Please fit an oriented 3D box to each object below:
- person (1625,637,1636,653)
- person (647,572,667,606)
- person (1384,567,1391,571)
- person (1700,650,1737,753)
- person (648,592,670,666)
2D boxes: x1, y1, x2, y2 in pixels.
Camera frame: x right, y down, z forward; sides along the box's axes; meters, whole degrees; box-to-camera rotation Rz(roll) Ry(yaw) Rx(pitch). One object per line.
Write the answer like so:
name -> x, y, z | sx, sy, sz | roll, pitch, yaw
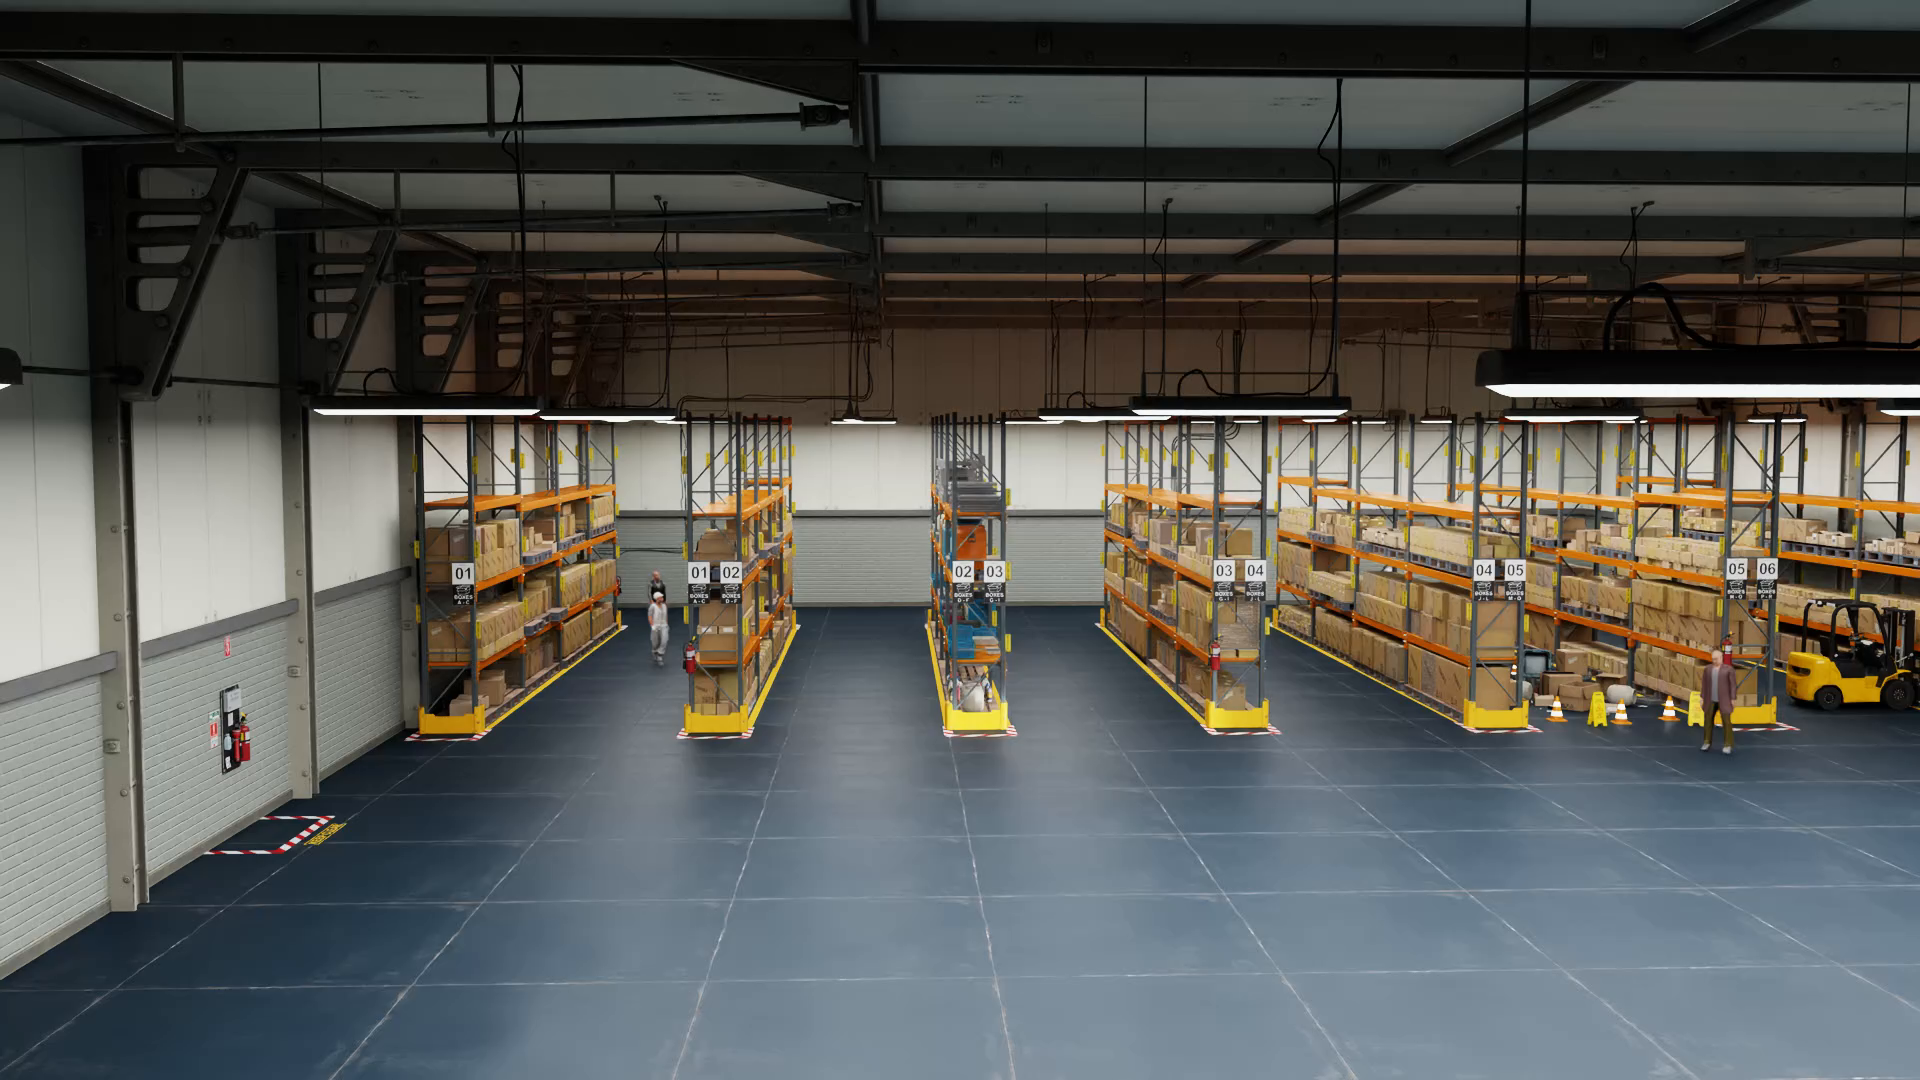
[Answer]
person -> 16.711, 2.190, 41.481 | 0.401, 1.459, 0.544 | 3, 5, 34
person -> -8.424, 1.716, 46.252 | 0.530, 1.663, 1.001 | -1, 4, -8
person -> 11.962, 1.663, 46.875 | 0.514, 1.795, 0.630 | 1, 4, 11
person -> 13.325, 2.832, 29.310 | 0.429, 1.780, 0.628 | -4, 5, -43
person -> -7.235, 2.131, 40.116 | 0.613, 1.766, 0.695 | -2, 4, -27
